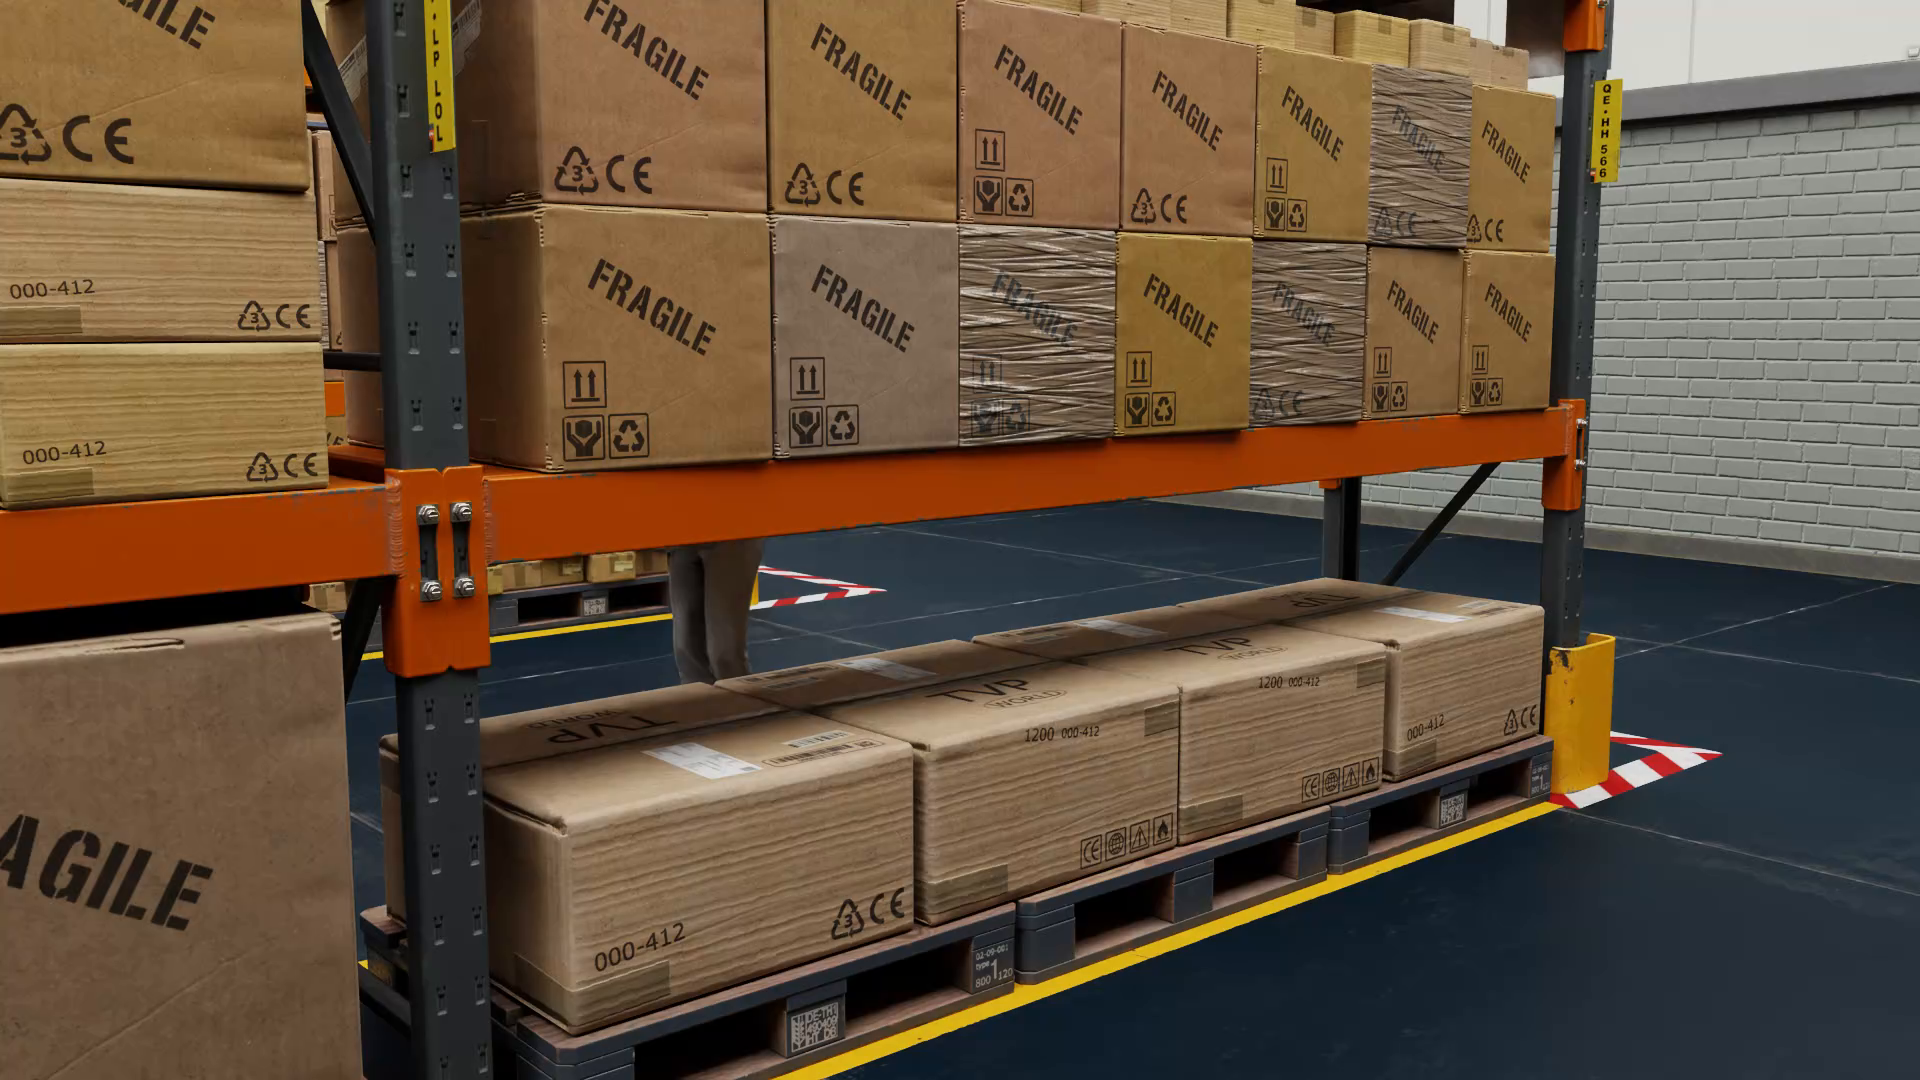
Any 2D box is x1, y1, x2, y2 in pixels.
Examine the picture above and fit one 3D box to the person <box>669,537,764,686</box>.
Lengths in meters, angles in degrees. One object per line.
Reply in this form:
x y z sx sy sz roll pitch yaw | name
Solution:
-0.900 0.012 5.626 0.543 1.679 0.459 -6 10 -40 | person
